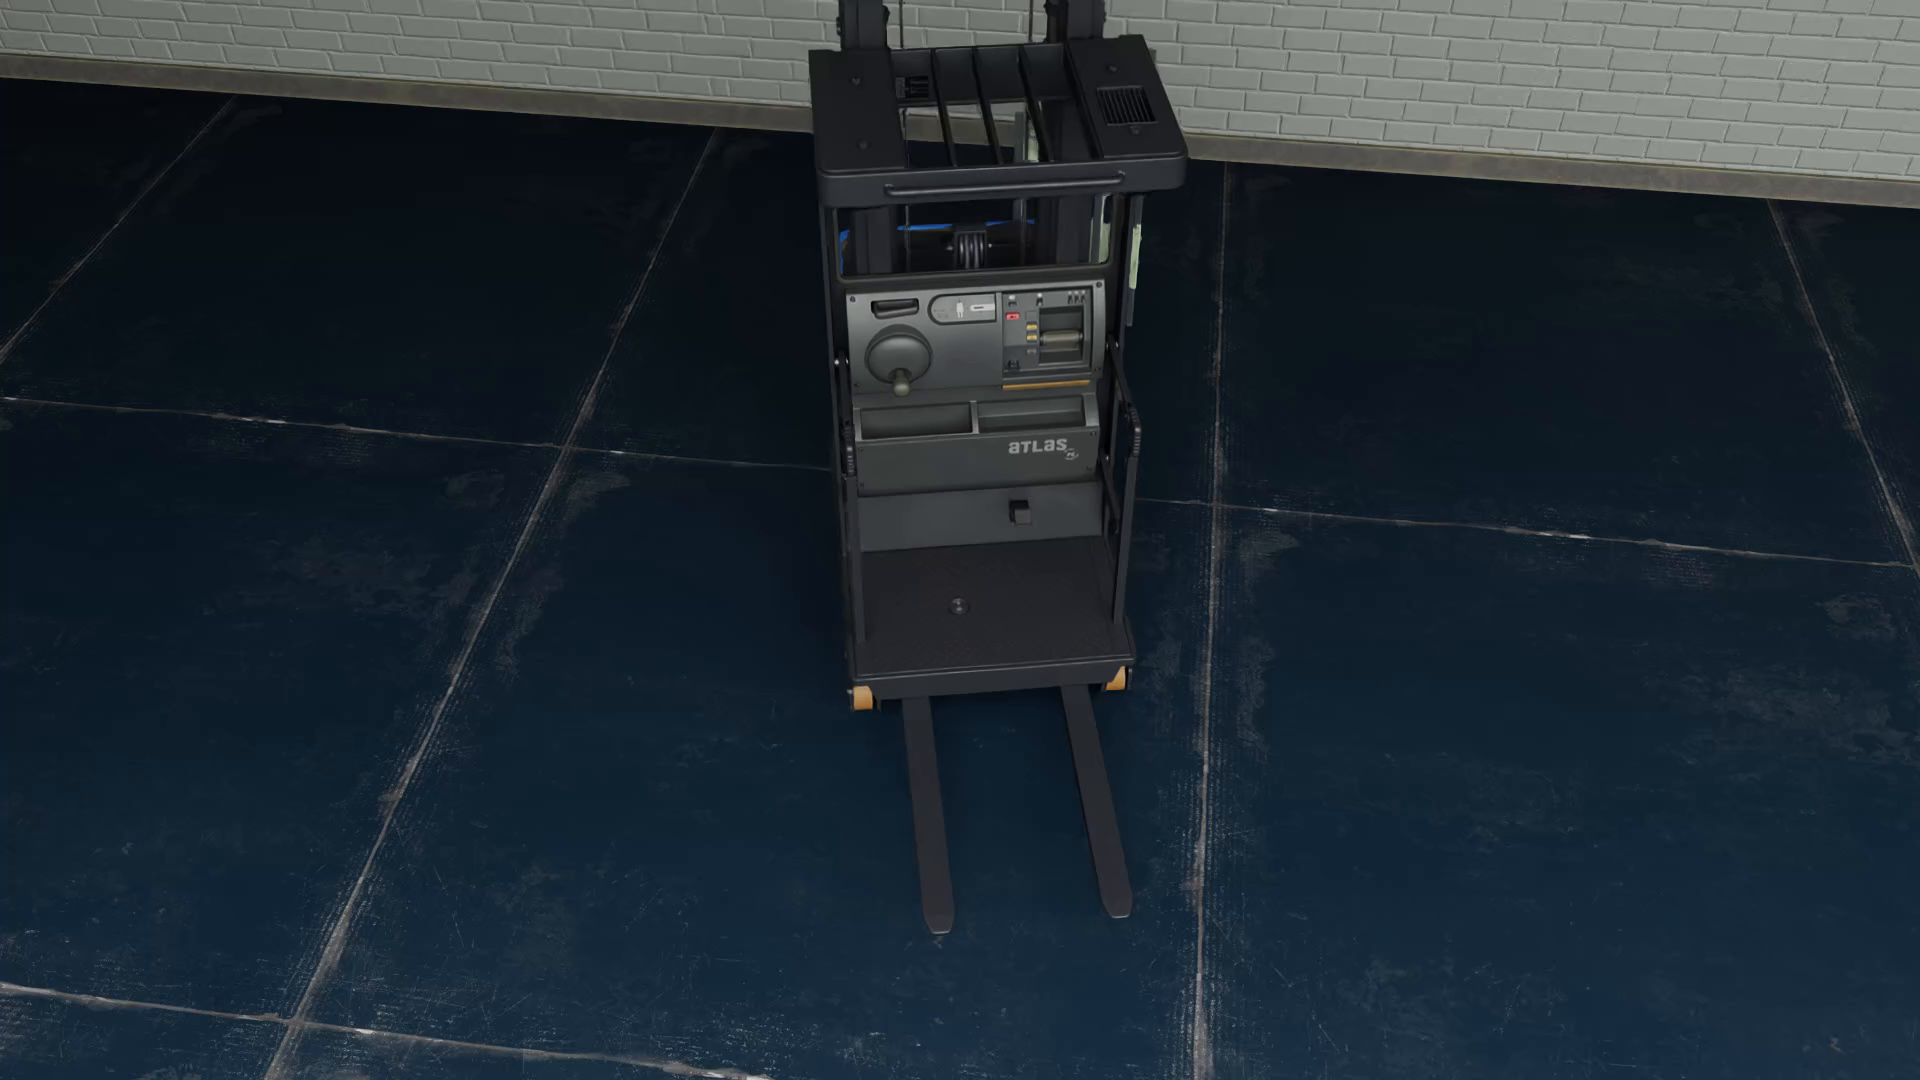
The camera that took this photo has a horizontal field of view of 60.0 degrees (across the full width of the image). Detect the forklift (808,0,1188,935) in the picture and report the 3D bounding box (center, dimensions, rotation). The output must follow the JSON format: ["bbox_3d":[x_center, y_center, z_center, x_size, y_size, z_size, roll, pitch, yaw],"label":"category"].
[{"bbox_3d":[0.085,-0.645,5.821,1.130,2.935,3.031,-4,44,-4],"label":"forklift"}]

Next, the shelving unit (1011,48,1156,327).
[{"bbox_3d":[0.551,-1.443,7.706,0.431,1.500,0.755,15,45,15],"label":"shelving unit"}]

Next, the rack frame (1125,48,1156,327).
[{"bbox_3d":[0.683,-1.678,7.953,0.400,1.500,0.023,15,45,15],"label":"rack frame"}]

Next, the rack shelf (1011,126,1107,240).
[{"bbox_3d":[0.551,-1.727,7.437,0.431,0.370,0.720,15,45,15],"label":"rack shelf"}]

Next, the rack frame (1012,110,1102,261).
[{"bbox_3d":[0.419,-1.209,7.458,0.400,1.500,0.023,15,45,15],"label":"rack frame"}]

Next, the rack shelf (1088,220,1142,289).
[{"bbox_3d":[0.551,-1.207,7.930,0.431,0.370,0.720,15,45,15],"label":"rack shelf"}]
